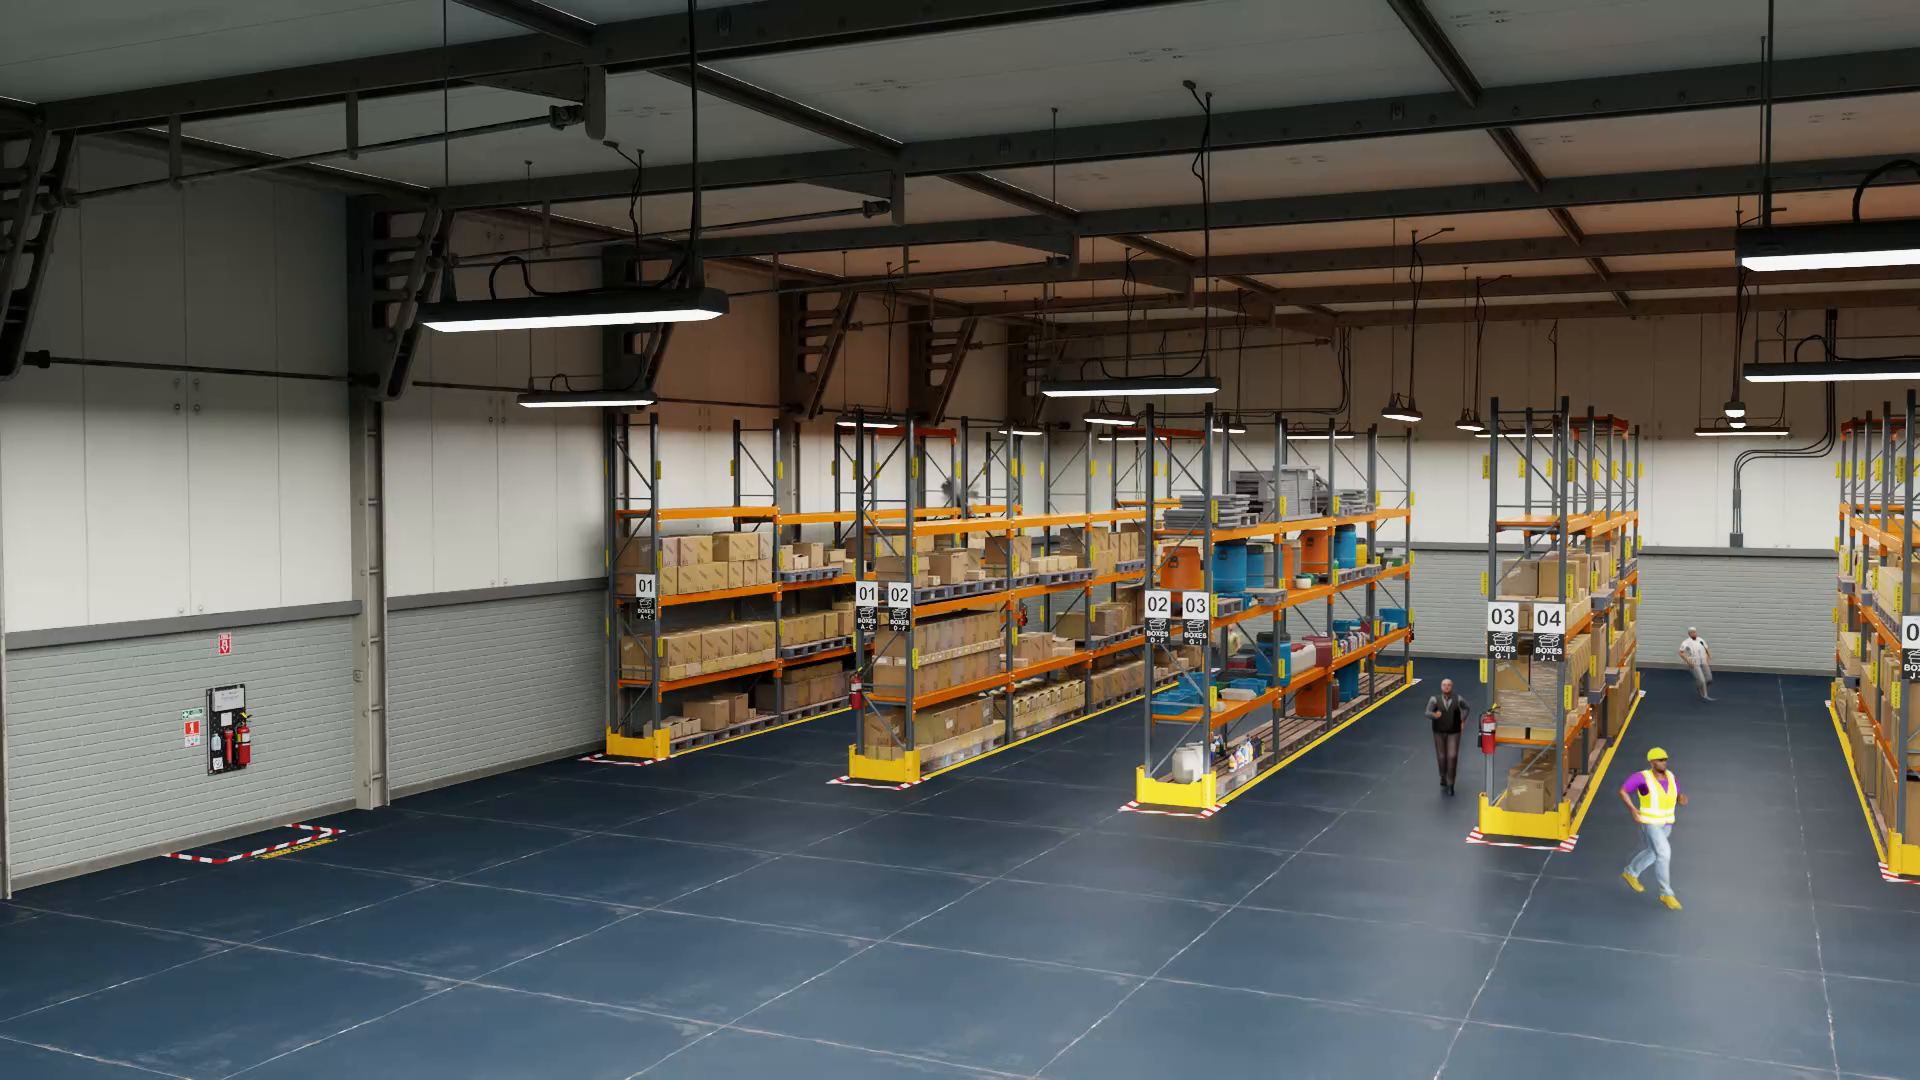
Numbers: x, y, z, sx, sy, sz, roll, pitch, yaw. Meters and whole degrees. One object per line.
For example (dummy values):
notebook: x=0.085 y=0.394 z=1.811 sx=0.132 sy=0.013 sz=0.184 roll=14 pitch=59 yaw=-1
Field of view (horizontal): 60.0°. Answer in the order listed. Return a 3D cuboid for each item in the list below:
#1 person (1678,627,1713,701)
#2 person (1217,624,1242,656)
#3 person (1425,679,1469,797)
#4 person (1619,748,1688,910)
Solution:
person: x=16.000 y=2.688 z=36.176 sx=0.664 sy=1.591 sz=0.594 roll=0 pitch=2 yaw=-7
person: x=6.018 y=2.624 z=37.176 sx=0.558 sy=1.649 sz=0.883 roll=1 pitch=3 yaw=17
person: x=7.555 y=3.038 z=25.833 sx=0.647 sy=1.760 sz=0.837 roll=1 pitch=3 yaw=21
person: x=8.094 y=3.300 z=19.322 sx=0.675 sy=1.798 sz=0.902 roll=-1 pitch=3 yaw=-25
